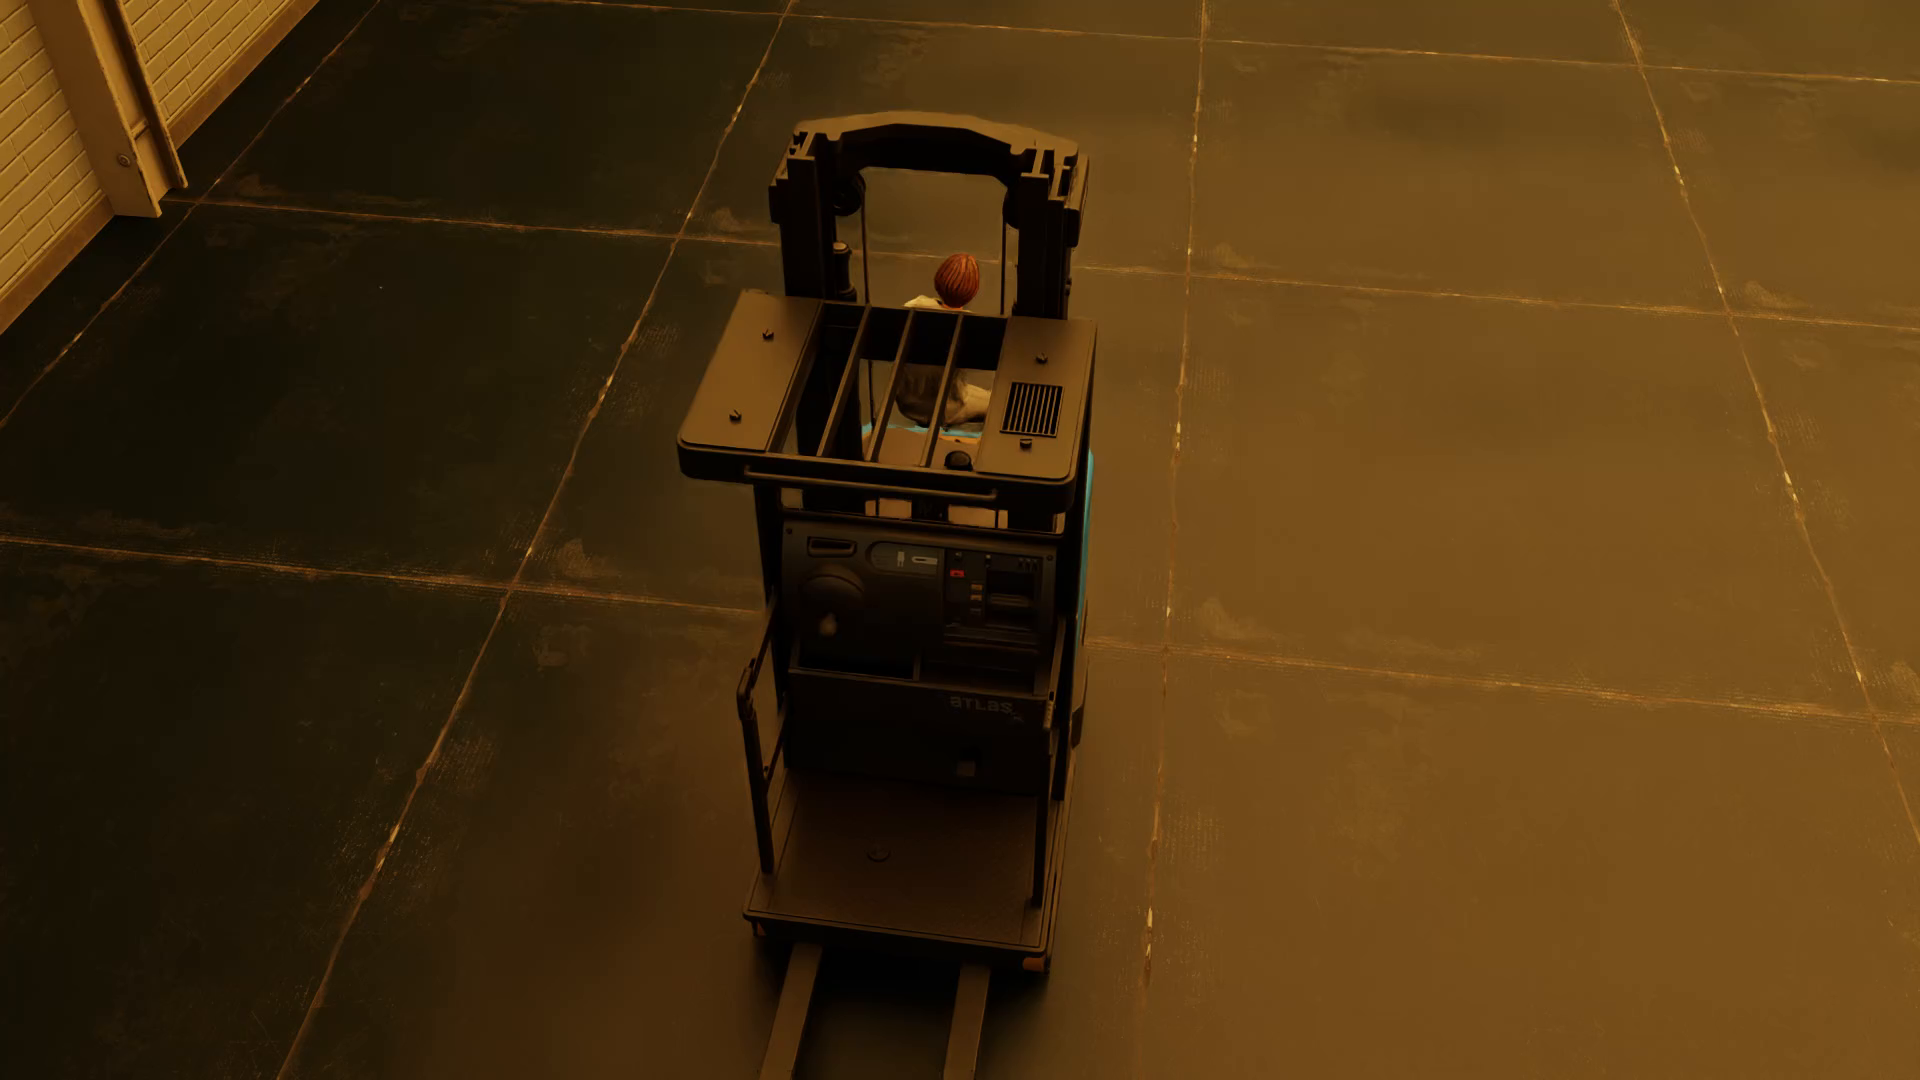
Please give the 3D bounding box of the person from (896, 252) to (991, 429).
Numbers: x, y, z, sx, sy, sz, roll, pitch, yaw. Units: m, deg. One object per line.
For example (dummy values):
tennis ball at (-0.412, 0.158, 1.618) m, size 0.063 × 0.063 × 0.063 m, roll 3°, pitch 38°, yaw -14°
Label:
person at (-0.001, -0.776, 7.671) m, size 0.701 × 1.427 × 0.639 m, roll 11°, pitch 44°, yaw 12°

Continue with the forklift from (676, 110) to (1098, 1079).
forklift at (-0.172, 0.251, 5.452) m, size 1.130 × 2.935 × 3.031 m, roll 6°, pitch 43°, yaw 6°
